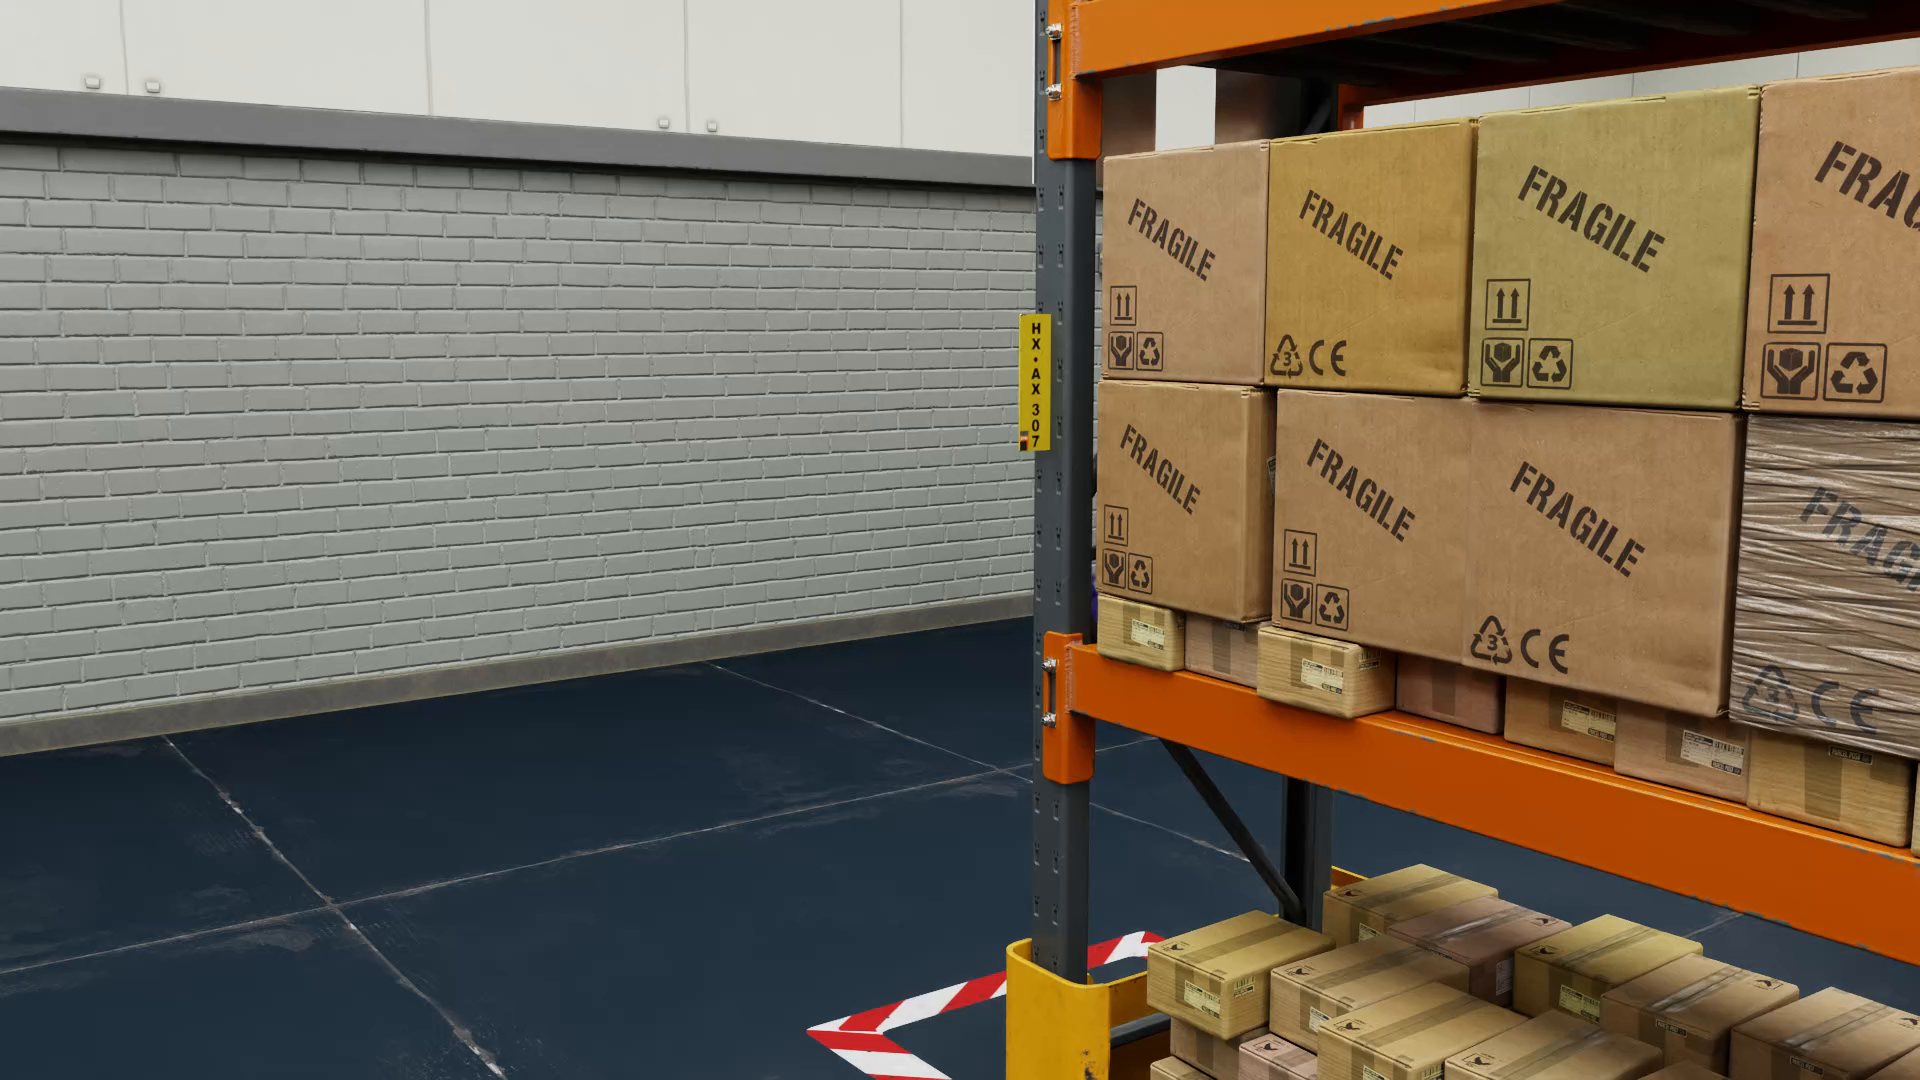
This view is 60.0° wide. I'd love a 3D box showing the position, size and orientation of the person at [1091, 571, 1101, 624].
[{"bbox_3d":[1.038,0.462,9.425,0.495,0.749,0.883,-6,10,-37],"label":"person"}]
